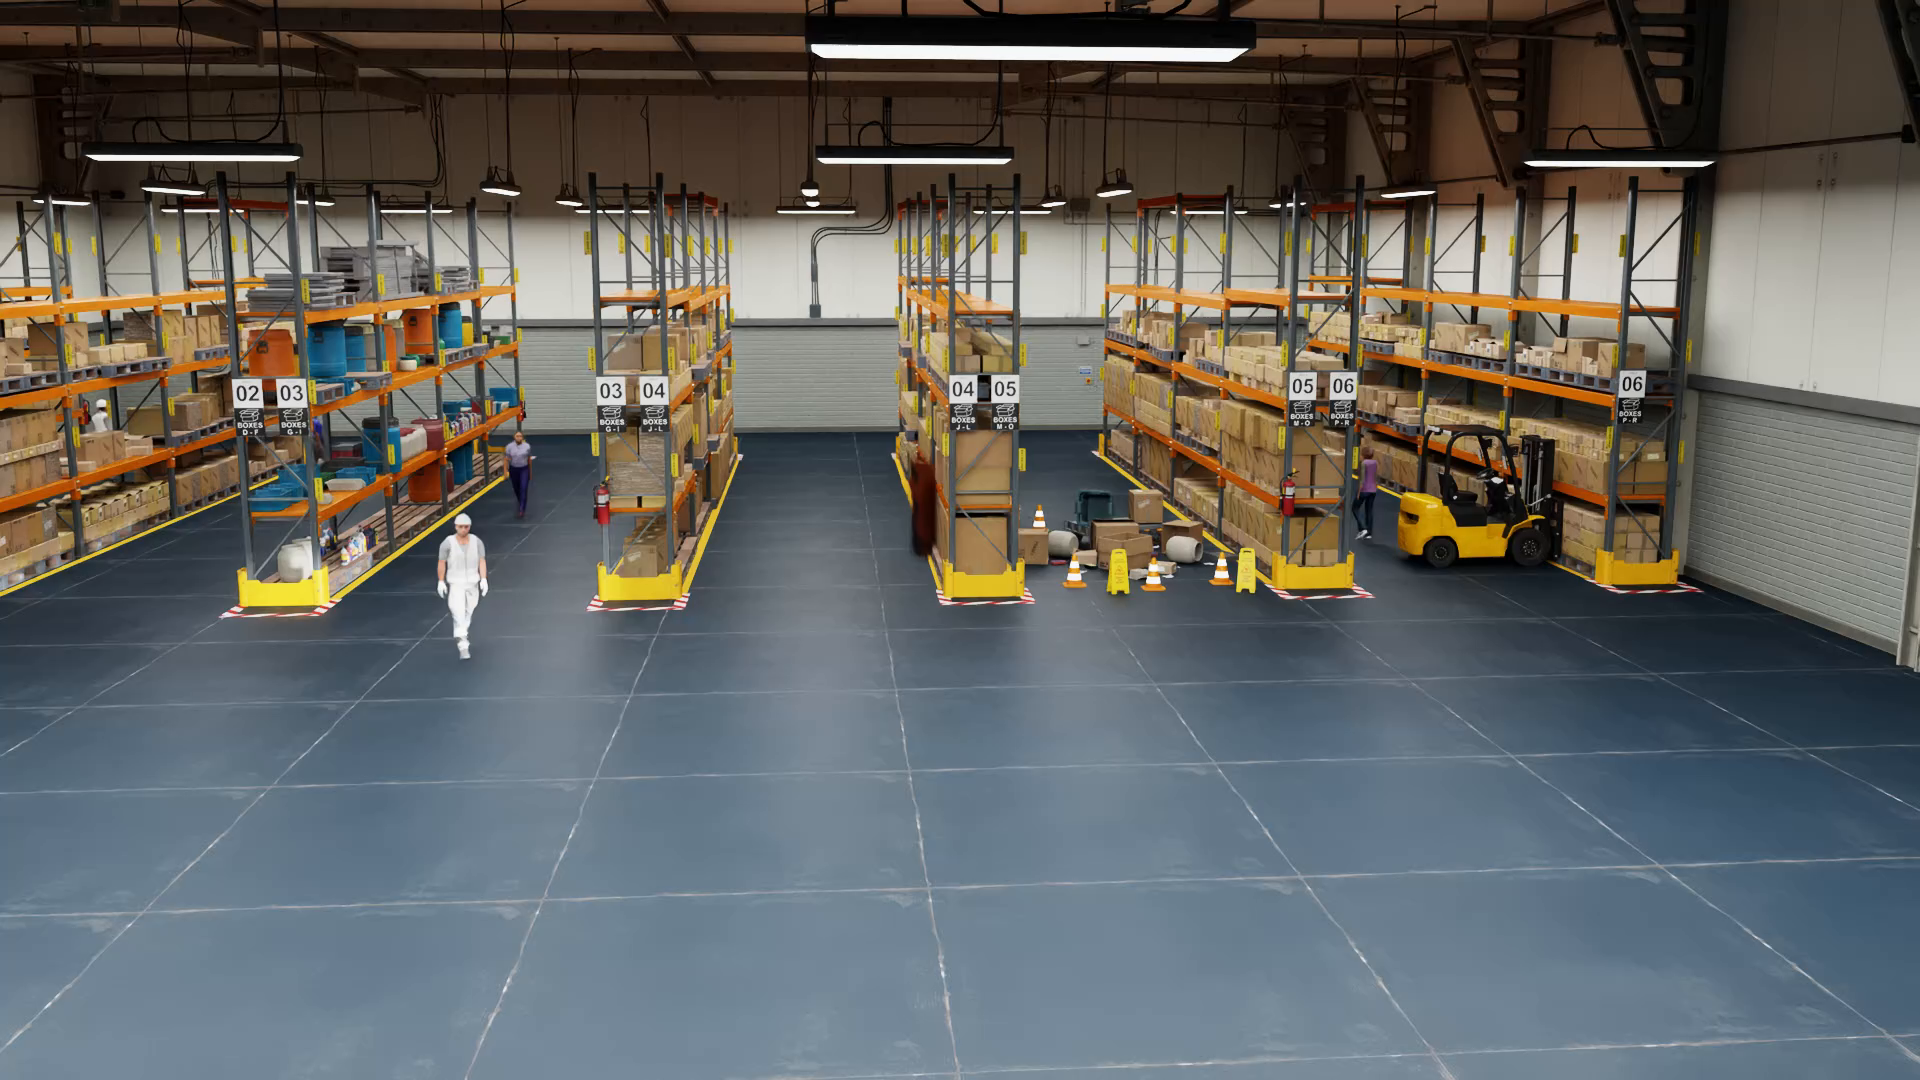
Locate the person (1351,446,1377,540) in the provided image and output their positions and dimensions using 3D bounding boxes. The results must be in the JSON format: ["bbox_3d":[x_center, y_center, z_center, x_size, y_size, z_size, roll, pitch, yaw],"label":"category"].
[{"bbox_3d":[7.018,-0.806,28.692,0.440,1.616,0.362,-5,11,-27],"label":"person"}]

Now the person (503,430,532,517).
[{"bbox_3d":[-8.309,-1.272,31.198,0.462,1.593,1.001,0,10,1],"label":"person"}]

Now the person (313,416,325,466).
[{"bbox_3d":[-13.769,-2.020,35.377,0.492,1.659,0.459,8,13,40],"label":"person"}]

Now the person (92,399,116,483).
[{"bbox_3d":[-18.324,-2.116,35.594,0.567,1.776,0.479,5,11,24],"label":"person"}]

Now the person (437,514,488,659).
[{"bbox_3d":[-6.108,0.532,20.517,0.561,1.729,0.995,-8,13,-37],"label":"person"}]
